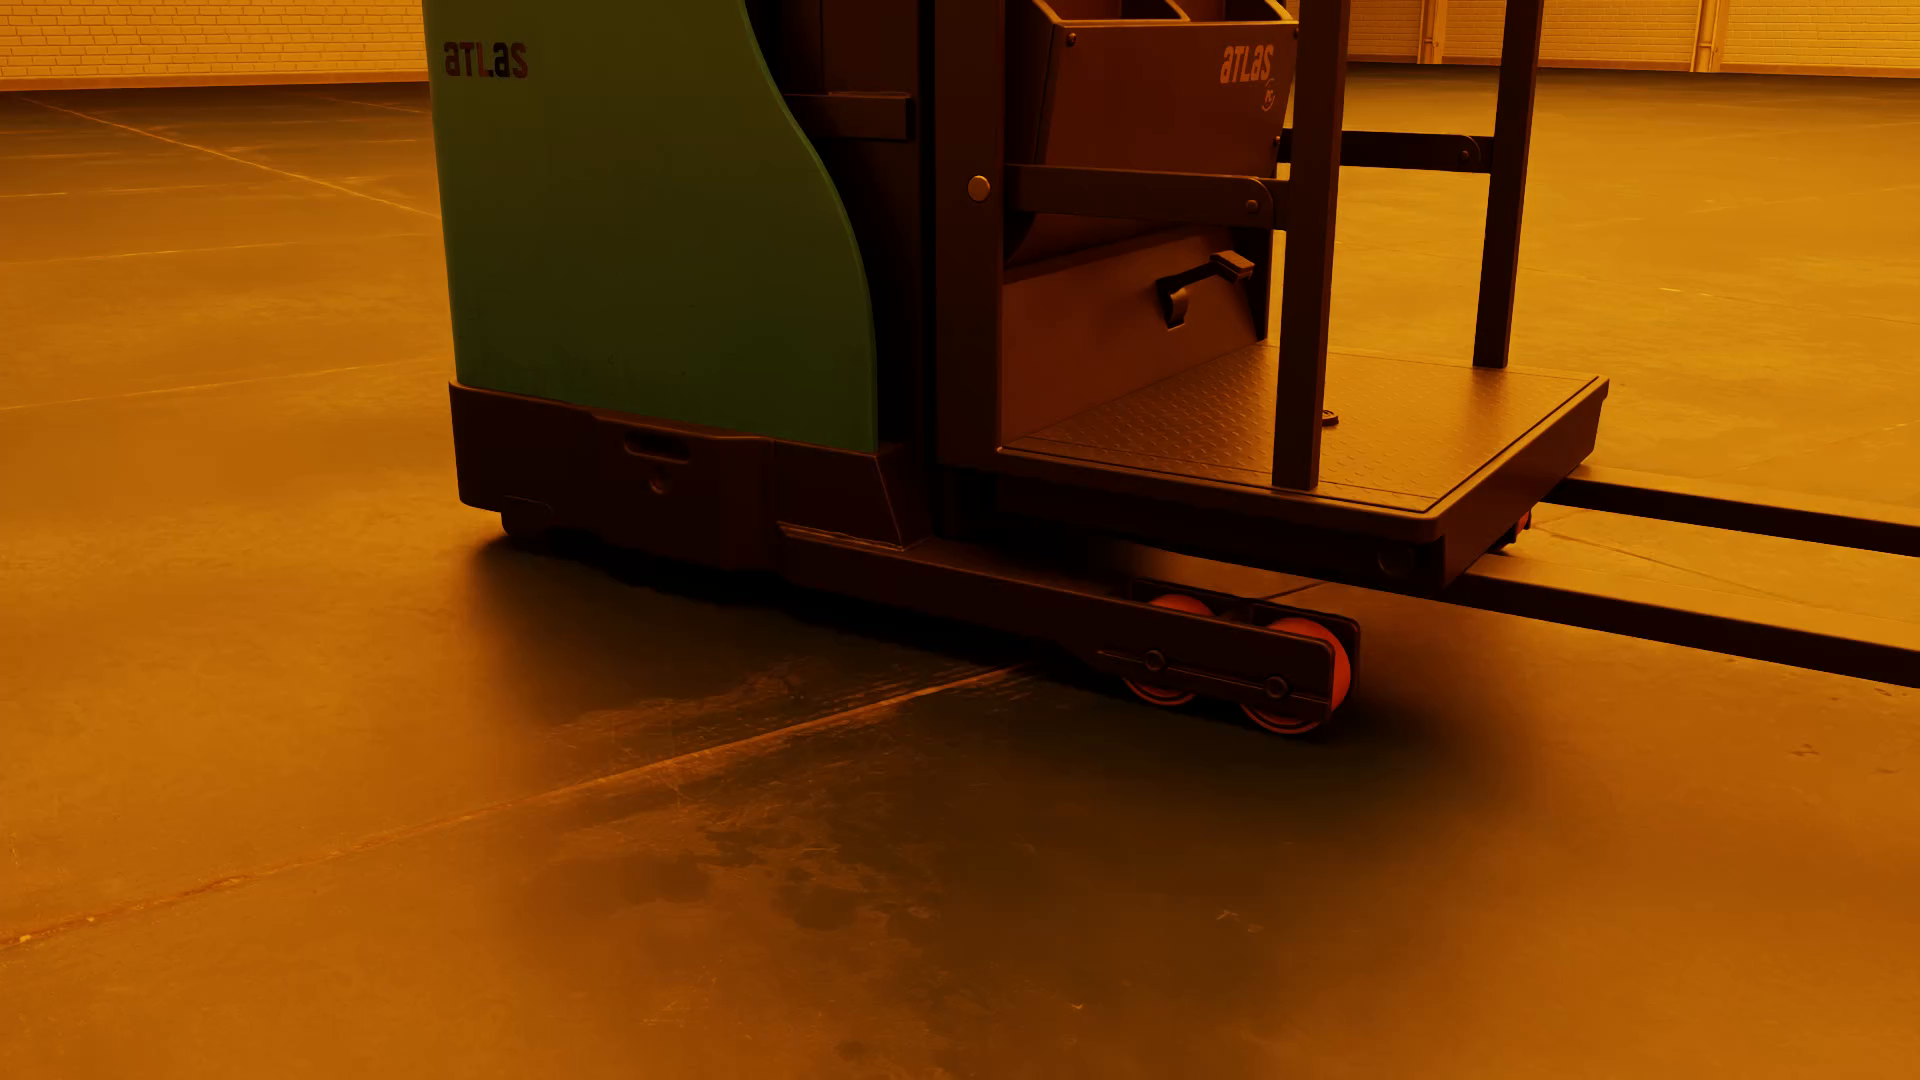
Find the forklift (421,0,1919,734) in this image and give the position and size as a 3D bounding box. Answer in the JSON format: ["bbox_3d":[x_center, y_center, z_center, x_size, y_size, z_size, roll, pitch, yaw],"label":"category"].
[{"bbox_3d":[0.514,-1.298,2.549,3.031,2.935,1.130,11,21,31],"label":"forklift"}]
